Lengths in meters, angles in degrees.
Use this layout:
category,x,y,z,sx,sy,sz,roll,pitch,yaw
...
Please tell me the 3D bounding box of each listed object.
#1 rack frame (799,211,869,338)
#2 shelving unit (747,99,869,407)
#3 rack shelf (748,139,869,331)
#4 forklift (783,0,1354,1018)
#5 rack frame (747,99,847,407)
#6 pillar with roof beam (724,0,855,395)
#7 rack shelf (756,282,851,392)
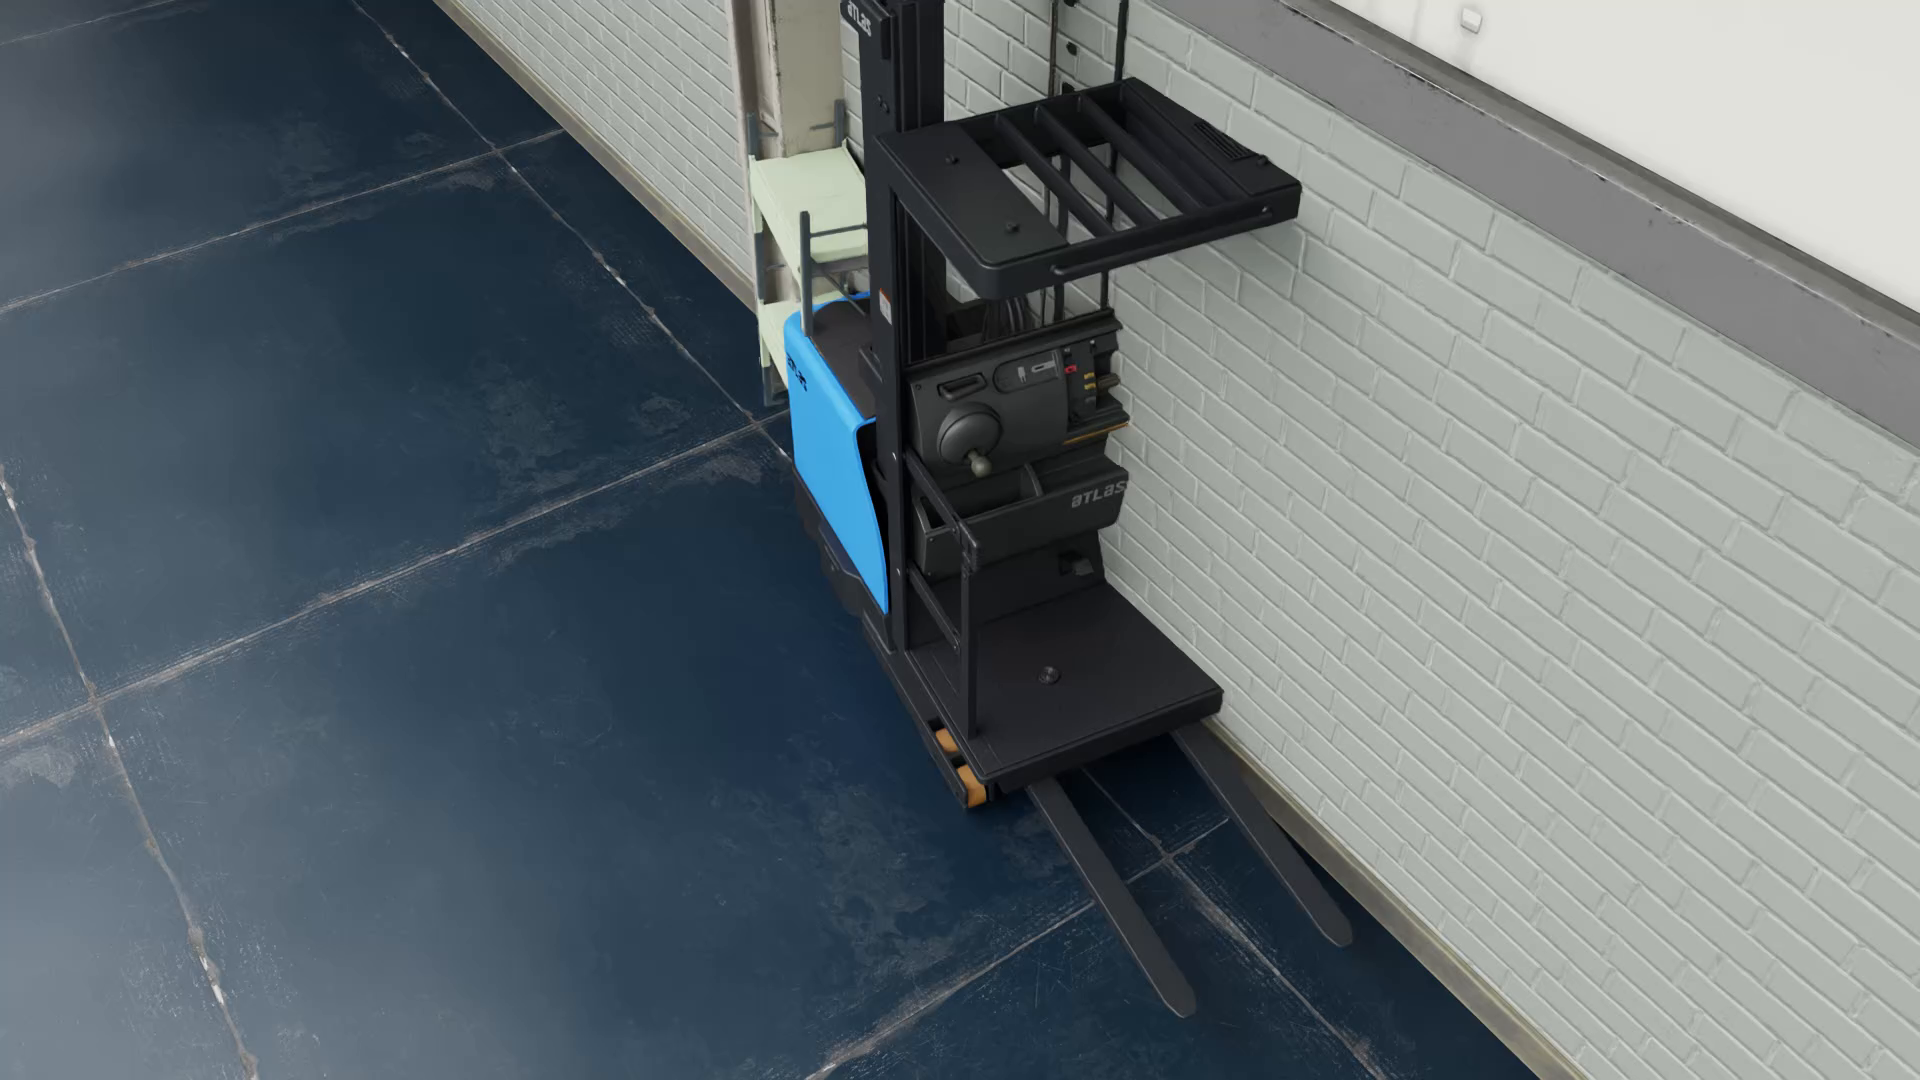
category,x,y,z,sx,sy,sz,roll,pitch,yaw
rack frame,-0.429,-0.712,6.708,0.400,1.500,0.023,-13,47,-16
shelving unit,-0.557,-0.955,6.949,0.431,1.500,0.755,-13,47,-16
rack shelf,-0.543,-1.234,6.676,0.431,0.370,0.720,-13,47,-16
forklift,0.364,-0.413,5.551,1.130,2.935,3.031,-18,47,-18
rack frame,-0.685,-1.199,7.191,0.400,1.500,0.023,-13,47,-16
pillar with roof beam,-4.235,-2.226,3.056,9.100,9.000,0.400,-26,49,-24
rack shelf,-0.569,-0.723,7.177,0.431,0.370,0.720,-13,47,-16
